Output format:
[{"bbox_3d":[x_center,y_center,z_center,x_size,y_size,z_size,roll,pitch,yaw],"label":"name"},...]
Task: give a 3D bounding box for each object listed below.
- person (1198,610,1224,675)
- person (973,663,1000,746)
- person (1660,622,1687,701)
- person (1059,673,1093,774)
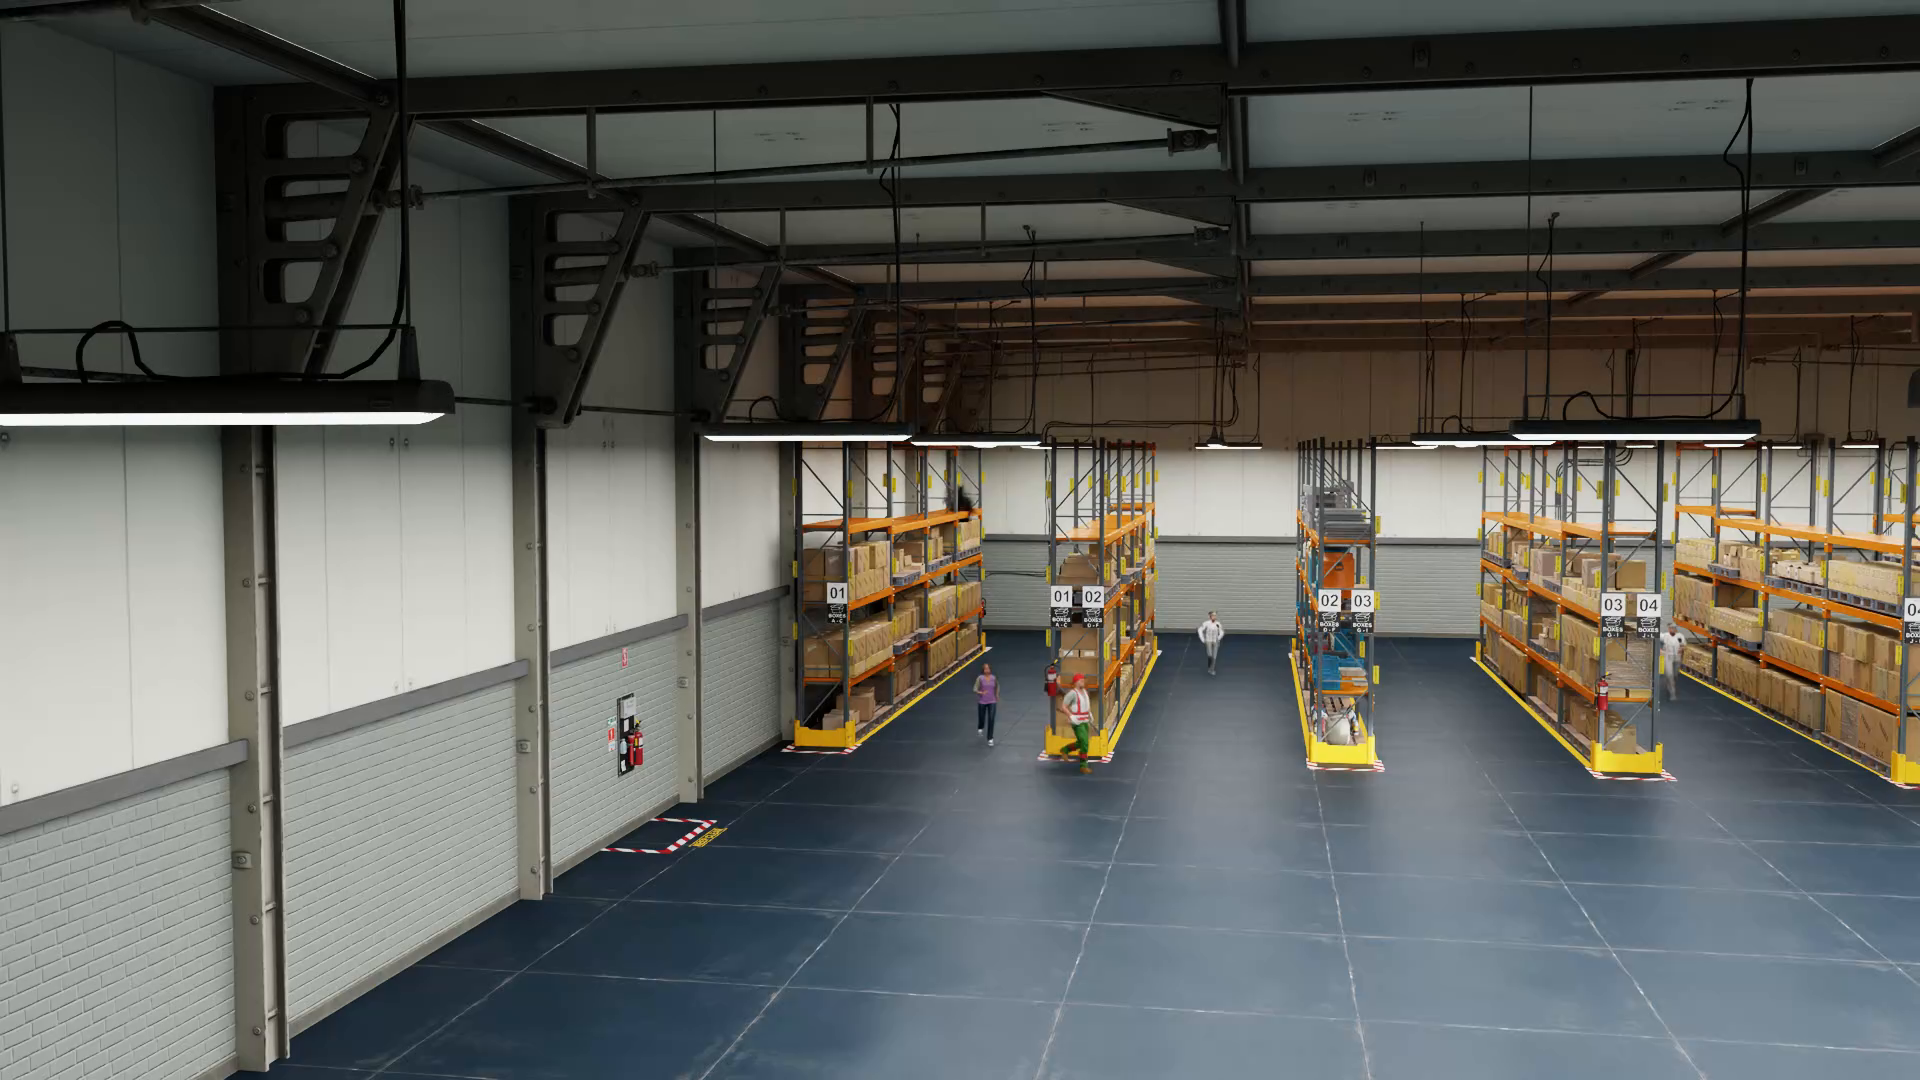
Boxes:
[{"bbox_3d":[6.467,2.631,42.659,0.627,1.654,0.598,0,3,-3],"label":"person"},{"bbox_3d":[0.531,3.210,32.609,0.550,1.562,0.783,0,3,-8],"label":"person"},{"bbox_3d":[16.618,2.802,38.786,0.627,1.800,1.132,0,3,2],"label":"person"},{"bbox_3d":[2.094,3.273,29.884,0.782,1.768,0.693,2,4,38],"label":"person"}]
